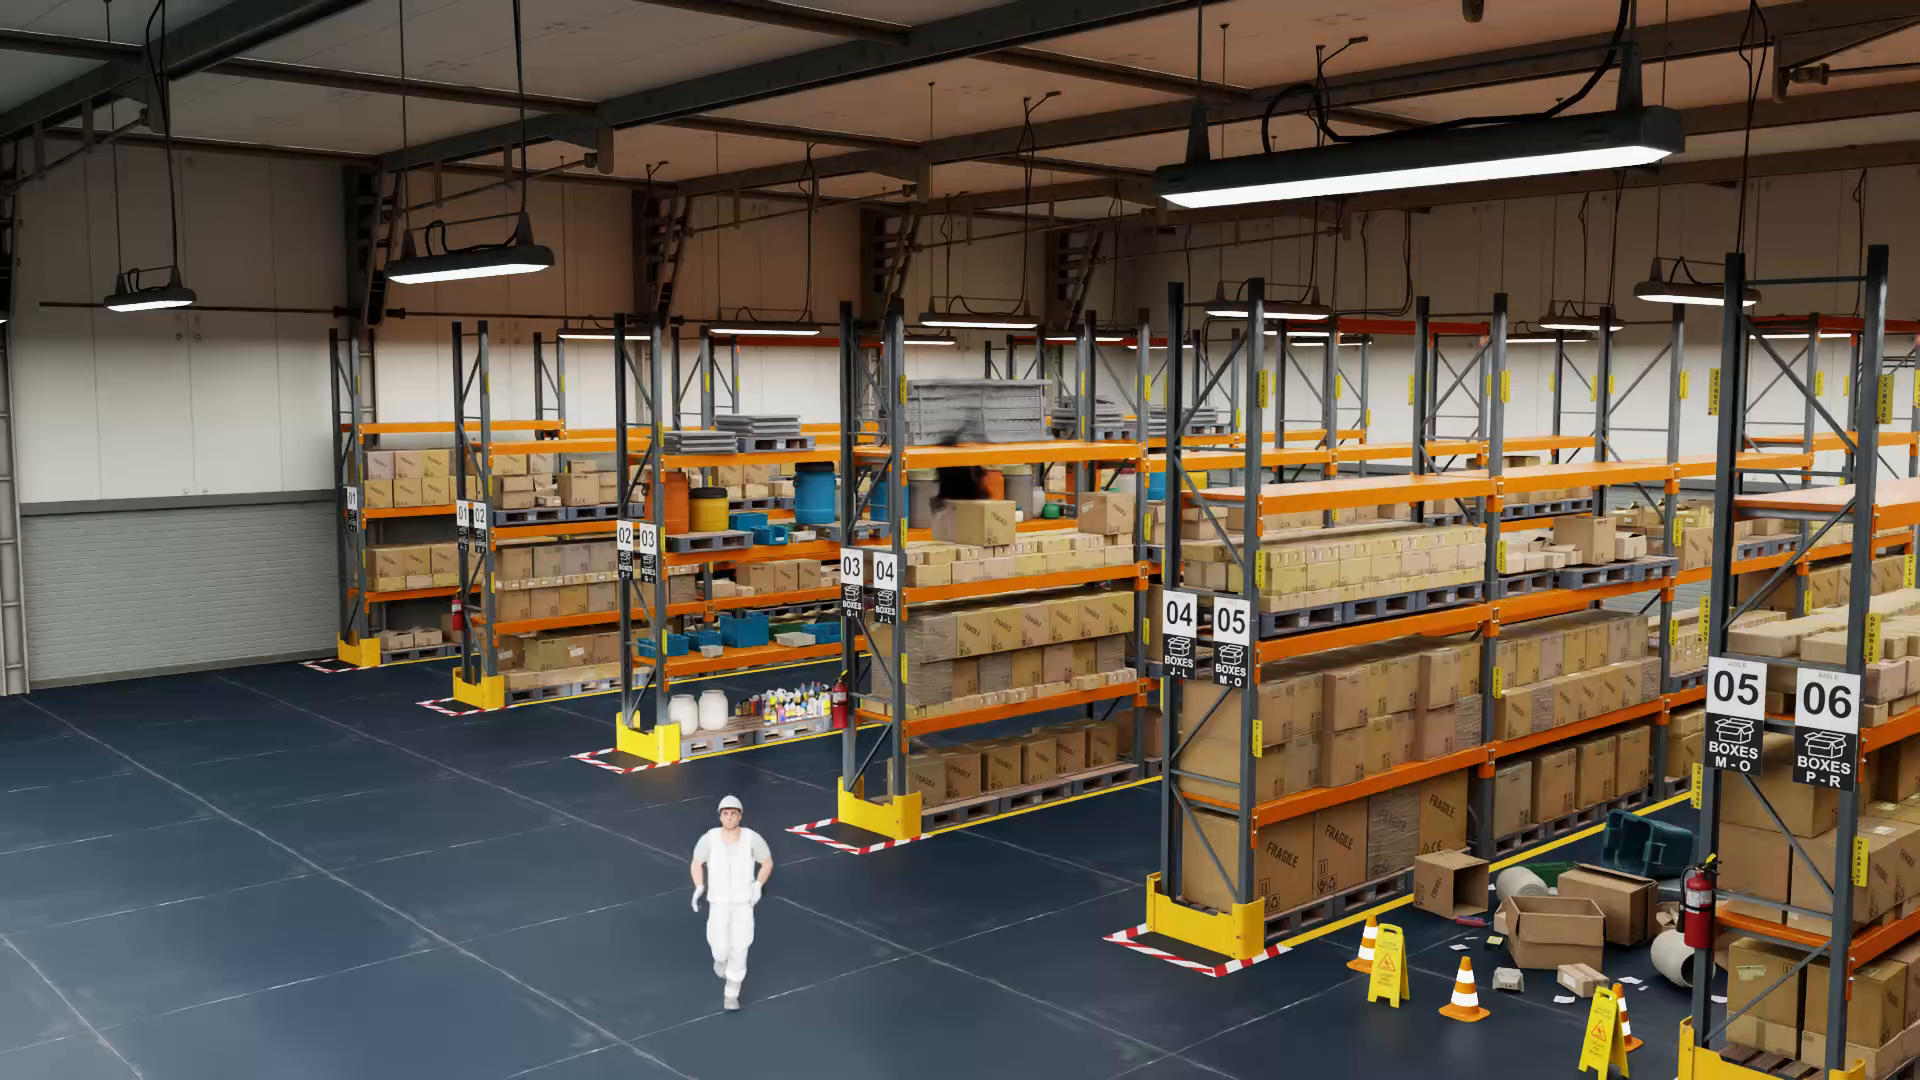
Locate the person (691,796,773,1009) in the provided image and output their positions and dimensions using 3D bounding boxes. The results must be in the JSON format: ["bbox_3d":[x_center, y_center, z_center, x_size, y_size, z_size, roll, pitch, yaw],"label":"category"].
[{"bbox_3d":[-1.881,2.962,13.695,0.654,1.741,0.592,-1,6,-7],"label":"person"}]

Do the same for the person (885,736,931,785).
[{"bbox_3d":[-0.642,2.185,21.293,0.647,1.762,0.943,5,8,42],"label":"person"}]
